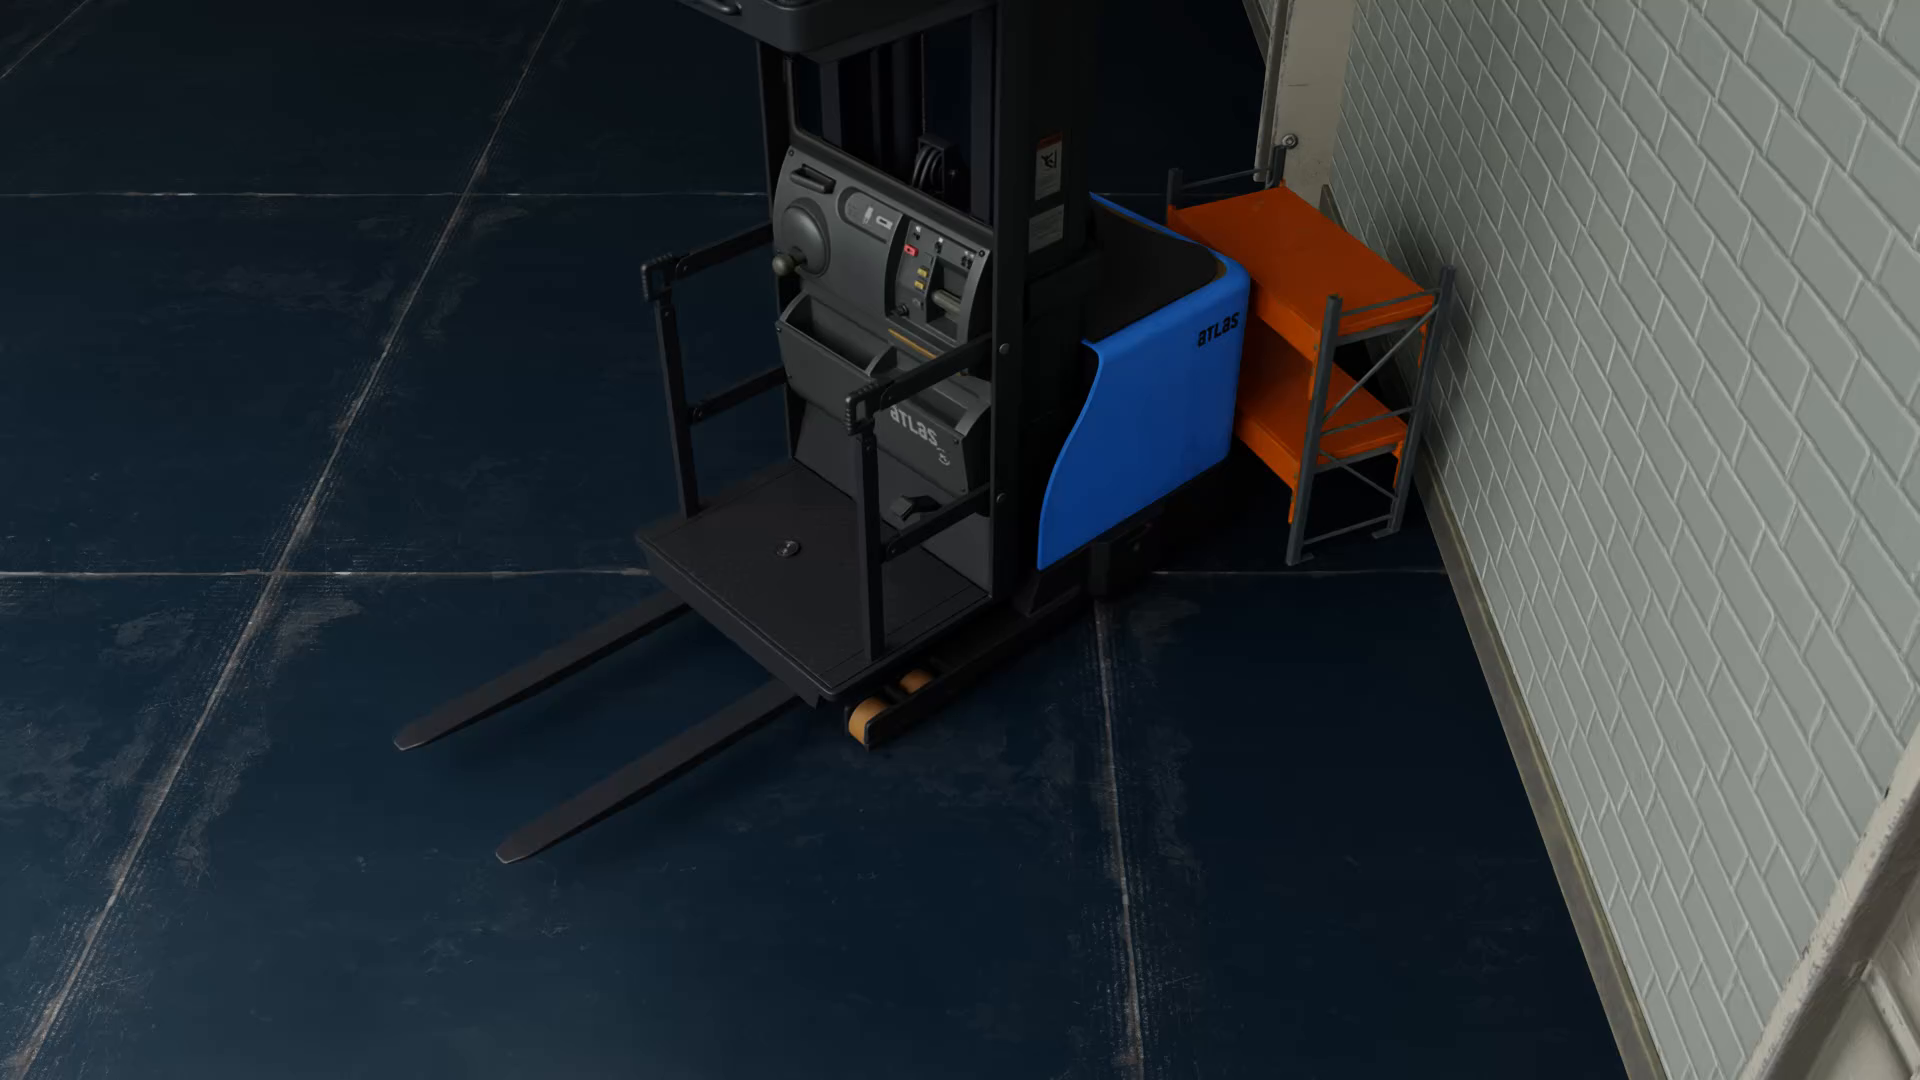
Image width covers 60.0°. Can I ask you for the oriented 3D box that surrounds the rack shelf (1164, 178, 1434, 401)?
[{"bbox_3d":[1.221,-0.933,6.047,0.538,0.278,1.000,-16,41,-19],"label":"rack shelf"}]

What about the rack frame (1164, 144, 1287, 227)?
[{"bbox_3d":[1.007,-0.993,6.590,0.500,1.125,0.032,-16,41,-19],"label":"rack frame"}]

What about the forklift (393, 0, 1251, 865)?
[{"bbox_3d":[-0.408,-0.839,4.953,3.031,2.935,1.130,-30,47,-32],"label":"forklift"}]

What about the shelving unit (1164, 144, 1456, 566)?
[{"bbox_3d":[1.221,-0.705,6.230,0.538,1.125,1.048,-16,41,-19],"label":"shelving unit"}]

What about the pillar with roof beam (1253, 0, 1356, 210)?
[{"bbox_3d":[-2.637,-5.265,5.624,9.100,9.000,0.400,0,39,0],"label":"pillar with roof beam"}]

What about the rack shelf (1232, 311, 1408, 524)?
[{"bbox_3d":[1.221,-0.514,6.383,0.538,0.278,1.000,-16,41,-19],"label":"rack shelf"}]

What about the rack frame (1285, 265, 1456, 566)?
[{"bbox_3d":[1.435,-0.417,5.870,0.500,1.125,0.032,-16,41,-19],"label":"rack frame"}]
